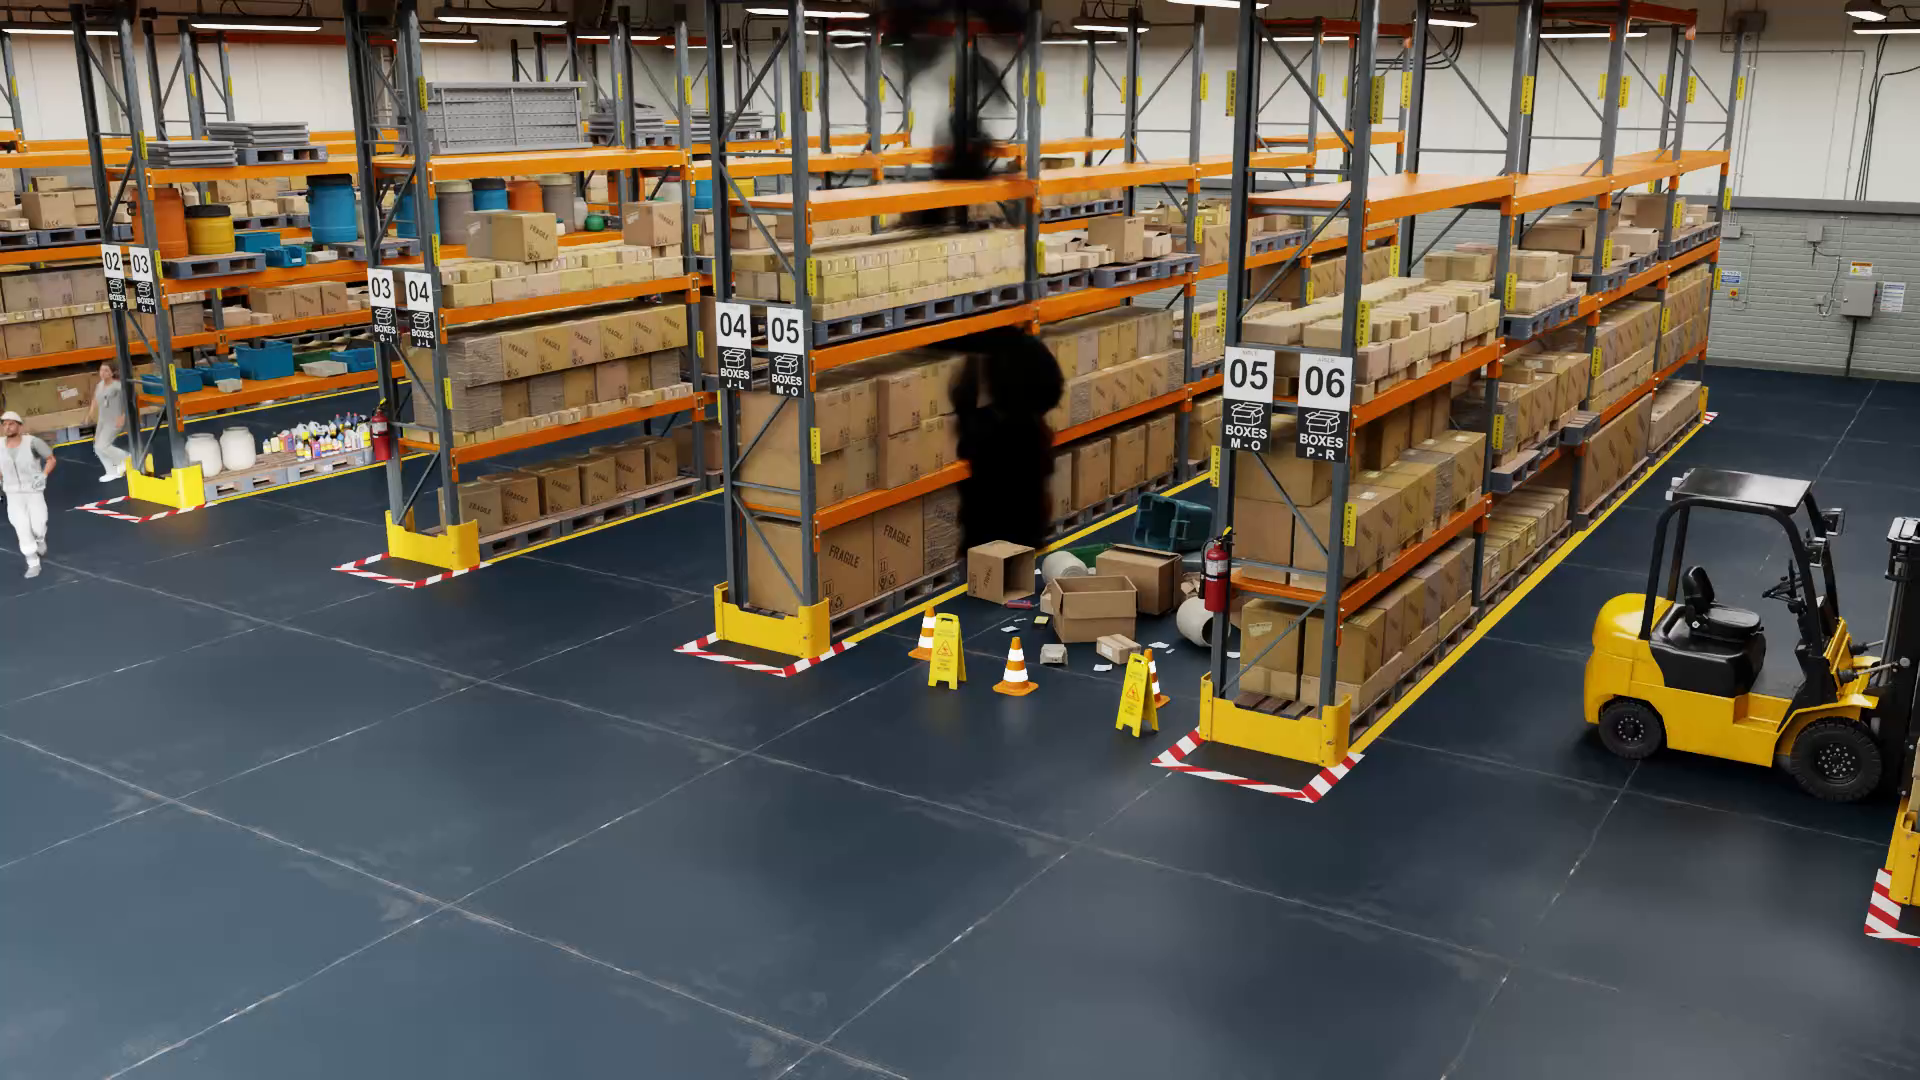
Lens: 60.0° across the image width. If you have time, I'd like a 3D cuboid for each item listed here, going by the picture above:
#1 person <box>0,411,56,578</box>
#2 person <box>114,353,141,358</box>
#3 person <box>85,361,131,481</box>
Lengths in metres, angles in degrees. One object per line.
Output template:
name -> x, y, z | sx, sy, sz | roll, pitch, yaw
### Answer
person -> -10.020, -0.519, 17.841 | 0.650, 1.768, 0.722 | -5, 16, -17
person -> -13.562, -3.147, 27.129 | 0.694, 1.767, 0.969 | 9, 18, 28
person -> -11.137, -1.545, 21.798 | 0.616, 1.617, 0.522 | 7, 17, 24
